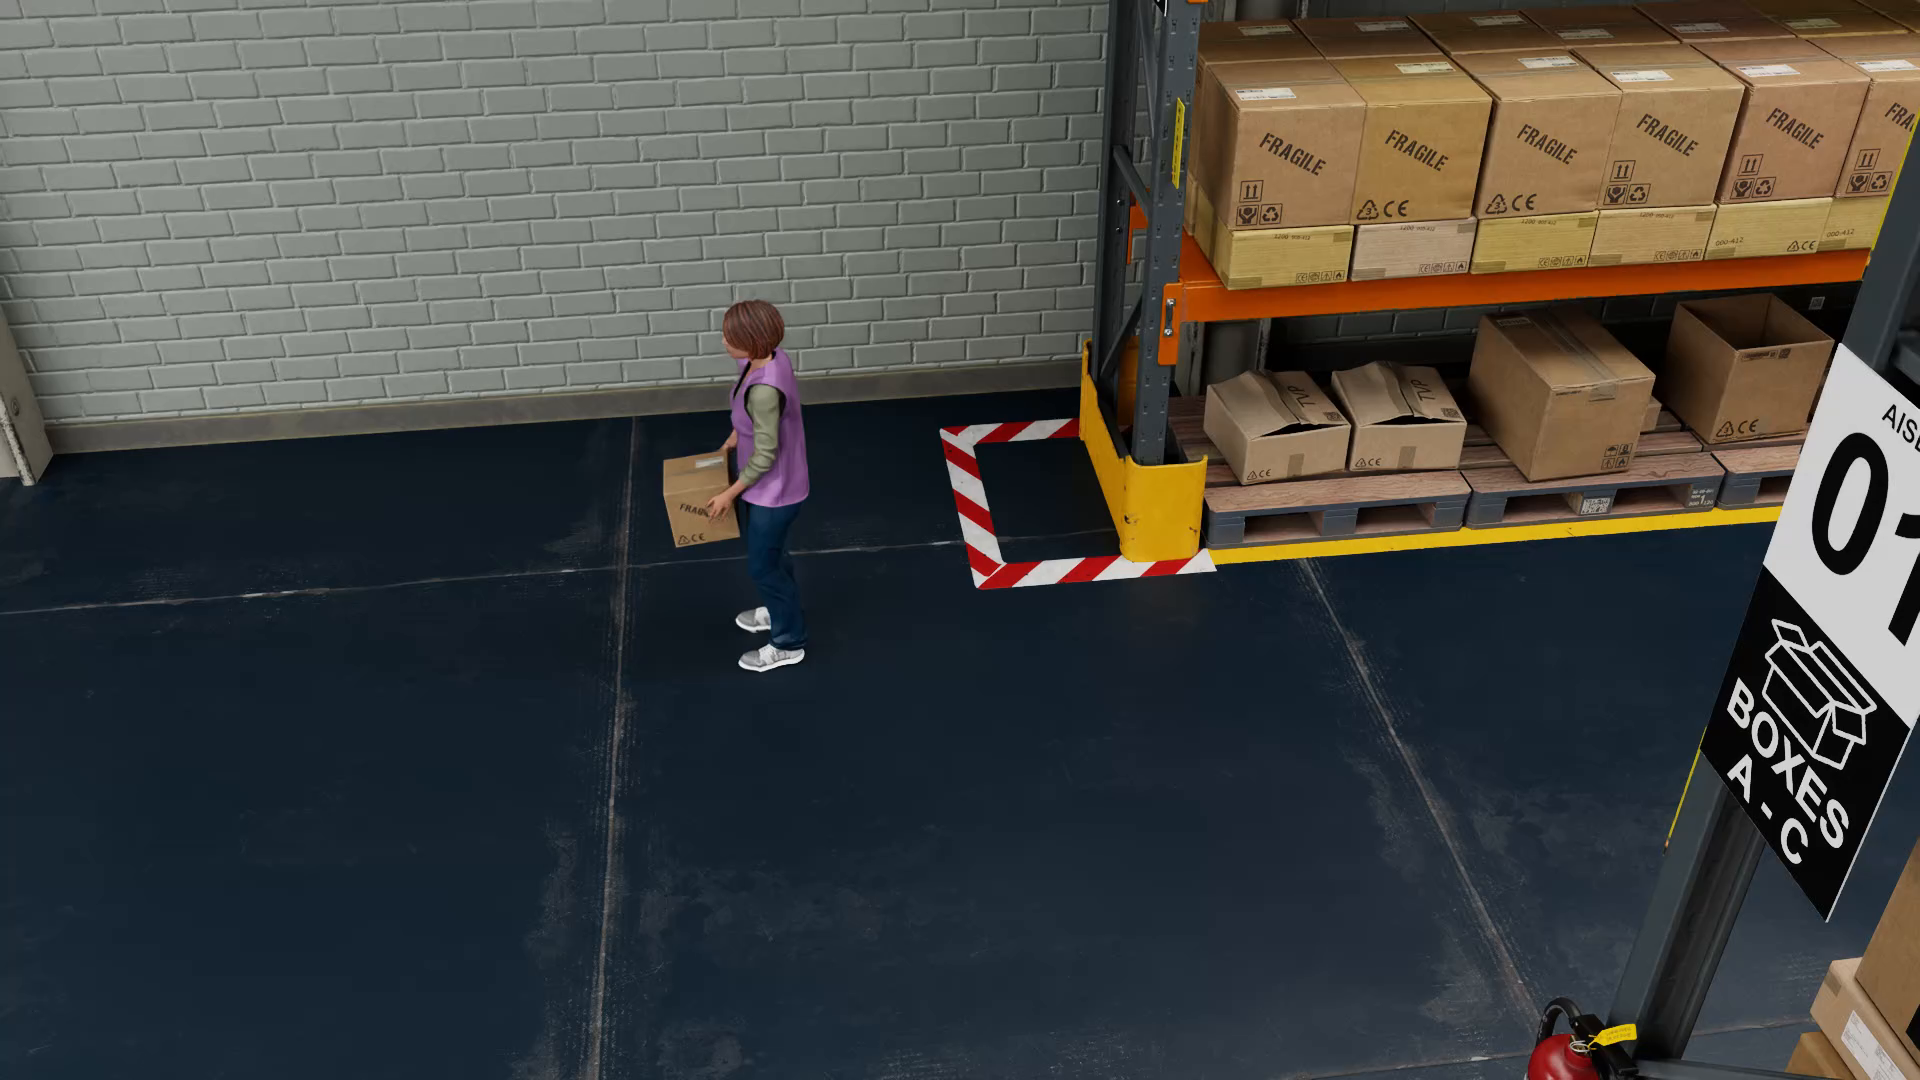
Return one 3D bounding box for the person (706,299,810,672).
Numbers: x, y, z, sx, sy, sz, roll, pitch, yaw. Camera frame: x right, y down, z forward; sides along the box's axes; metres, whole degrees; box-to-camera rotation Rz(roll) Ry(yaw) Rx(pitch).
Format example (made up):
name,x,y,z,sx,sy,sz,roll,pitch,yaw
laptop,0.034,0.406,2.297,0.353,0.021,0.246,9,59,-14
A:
name,x,y,z,sx,sy,sz,roll,pitch,yaw
person,-0.784,-0.207,6.439,0.398,1.603,0.444,-5,36,-7
